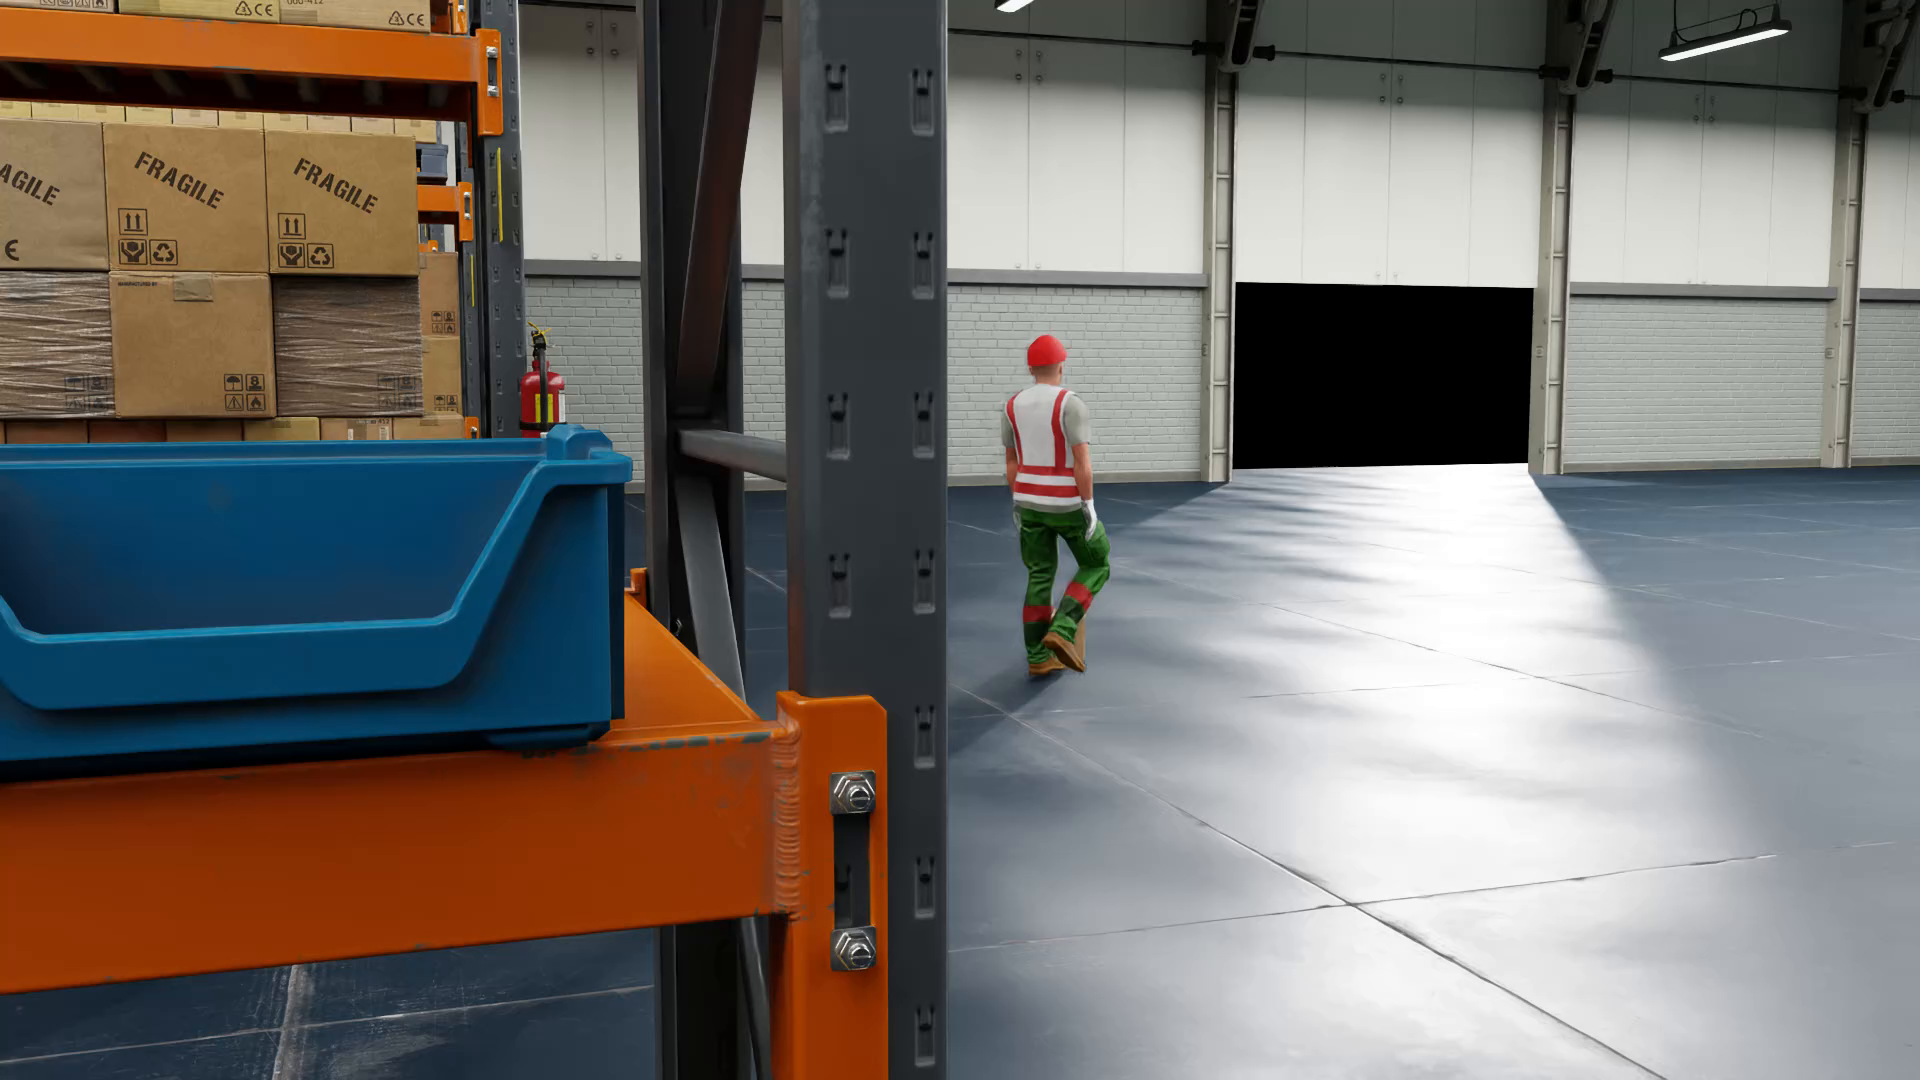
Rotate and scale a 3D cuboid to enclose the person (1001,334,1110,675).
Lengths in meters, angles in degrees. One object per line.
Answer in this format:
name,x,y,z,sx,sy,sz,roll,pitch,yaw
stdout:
person,0.498,-0.185,8.757,0.599,1.781,0.452,4,7,34
